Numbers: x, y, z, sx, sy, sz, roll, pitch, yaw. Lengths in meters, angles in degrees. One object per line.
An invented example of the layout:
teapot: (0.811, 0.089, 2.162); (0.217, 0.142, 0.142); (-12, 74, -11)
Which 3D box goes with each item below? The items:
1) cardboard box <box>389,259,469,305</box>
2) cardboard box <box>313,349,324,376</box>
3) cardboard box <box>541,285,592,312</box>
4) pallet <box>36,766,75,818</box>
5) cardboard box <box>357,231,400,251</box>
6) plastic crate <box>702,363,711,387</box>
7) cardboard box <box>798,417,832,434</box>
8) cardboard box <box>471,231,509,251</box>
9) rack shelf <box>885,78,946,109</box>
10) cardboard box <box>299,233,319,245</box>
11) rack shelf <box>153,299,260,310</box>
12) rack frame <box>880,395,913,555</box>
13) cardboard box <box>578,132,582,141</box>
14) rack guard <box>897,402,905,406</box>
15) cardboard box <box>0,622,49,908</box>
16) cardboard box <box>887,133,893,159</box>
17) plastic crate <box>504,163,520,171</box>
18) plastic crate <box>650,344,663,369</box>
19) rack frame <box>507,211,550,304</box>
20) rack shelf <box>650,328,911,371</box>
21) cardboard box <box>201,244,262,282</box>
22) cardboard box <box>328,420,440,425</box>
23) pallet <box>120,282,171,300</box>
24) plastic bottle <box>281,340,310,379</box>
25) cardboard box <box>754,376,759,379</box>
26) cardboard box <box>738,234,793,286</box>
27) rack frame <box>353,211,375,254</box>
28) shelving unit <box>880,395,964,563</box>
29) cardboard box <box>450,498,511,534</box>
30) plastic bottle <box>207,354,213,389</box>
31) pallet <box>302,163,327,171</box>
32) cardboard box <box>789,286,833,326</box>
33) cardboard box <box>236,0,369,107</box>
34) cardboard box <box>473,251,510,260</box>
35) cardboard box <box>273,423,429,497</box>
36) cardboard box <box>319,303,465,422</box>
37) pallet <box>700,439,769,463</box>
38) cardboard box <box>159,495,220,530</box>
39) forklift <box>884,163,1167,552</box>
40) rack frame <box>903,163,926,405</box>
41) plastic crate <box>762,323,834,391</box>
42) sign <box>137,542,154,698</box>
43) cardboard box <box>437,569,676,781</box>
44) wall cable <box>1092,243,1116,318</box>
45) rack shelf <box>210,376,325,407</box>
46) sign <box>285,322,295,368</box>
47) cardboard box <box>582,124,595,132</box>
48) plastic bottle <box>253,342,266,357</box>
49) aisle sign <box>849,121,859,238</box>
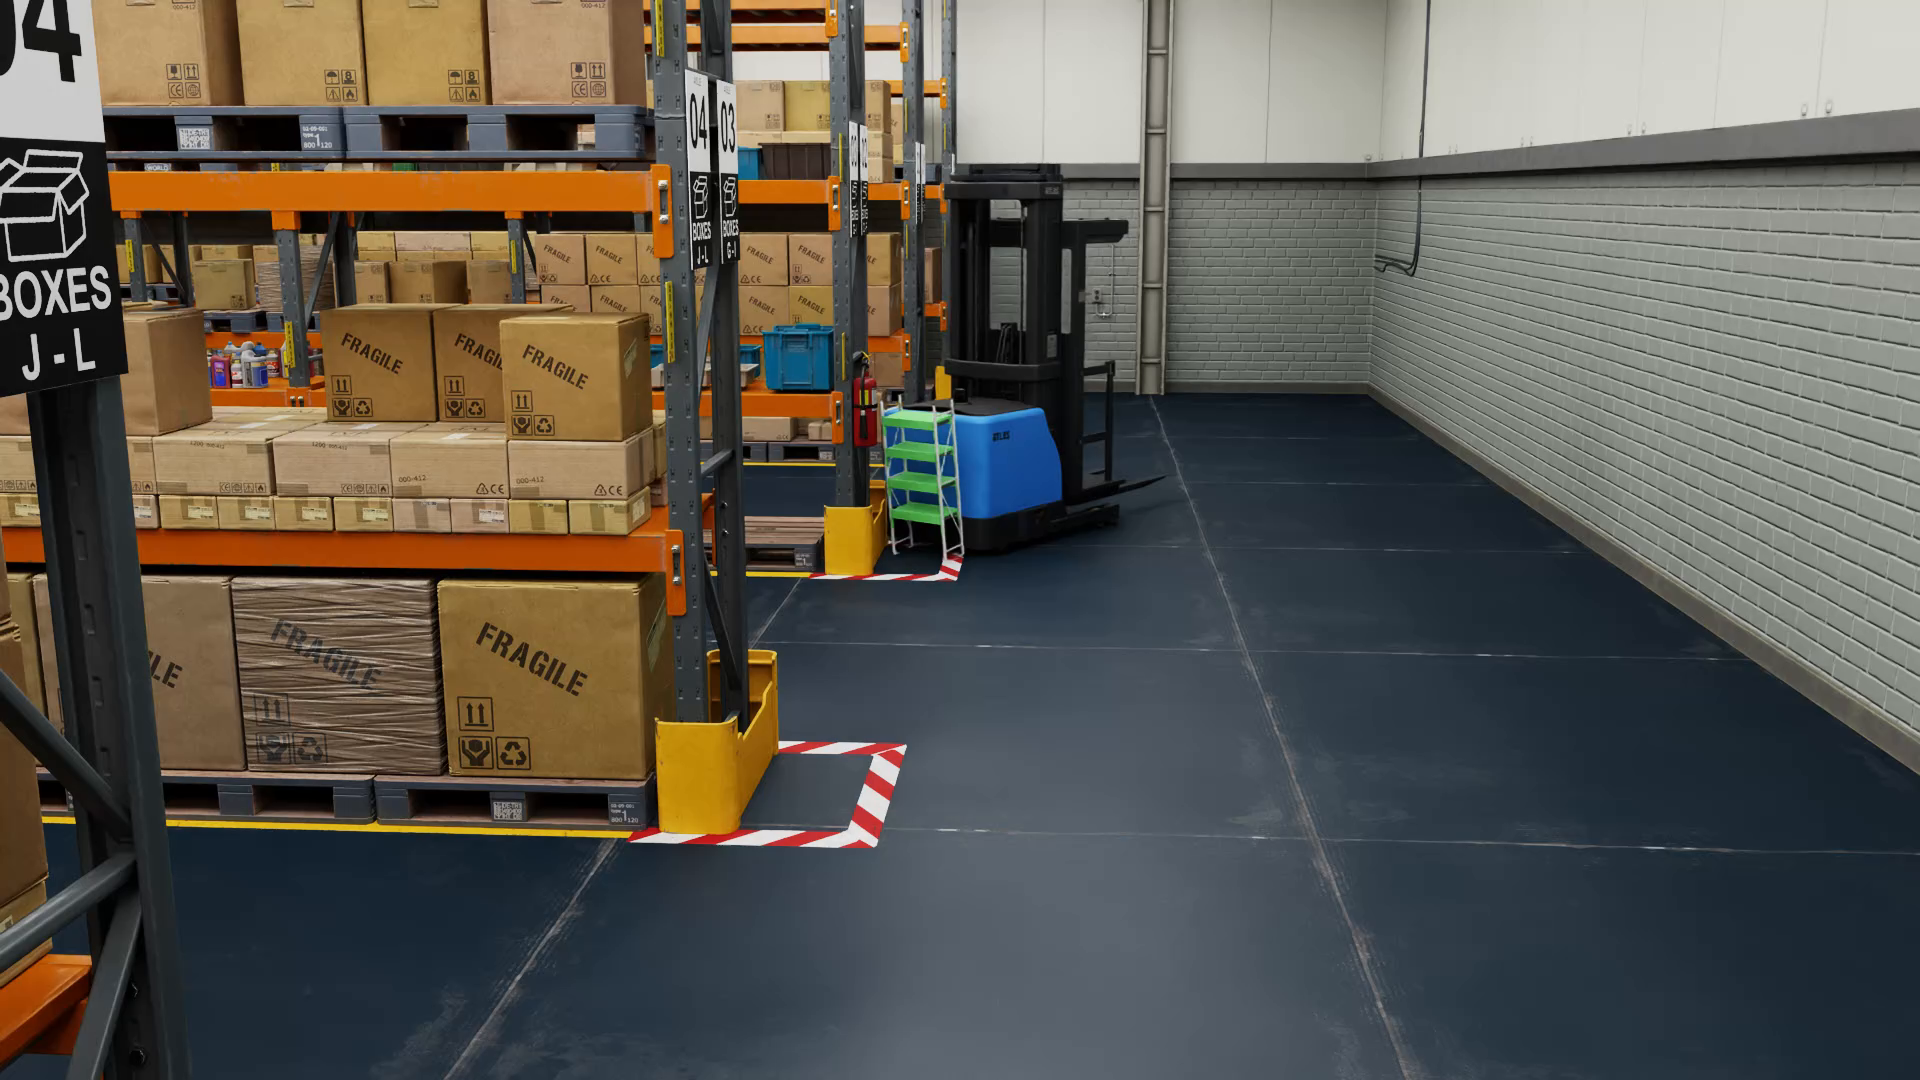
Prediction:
cardboard box: (-5.604, -2.698, 17.568); (0.500, 0.500, 0.700); (3, 12, 13)
cardboard box: (-8.841, -2.452, 22.696); (0.500, 0.500, 0.700); (1, 12, 5)
cardboard box: (-3.965, -2.381, 17.079); (0.500, 0.500, 0.500); (1, 12, 5)
pallet: (-4.368, 1.021, 7.874); (1.213, 0.211, 1.003); (1, 12, 4)
cardboard box: (-7.655, -3.973, 22.086); (0.500, 0.250, 0.500); (1, 12, 5)
plastic crate: (-1.913, -1.209, 12.220); (0.243, 0.136, 0.396); (1, 12, 4)
cardboard box: (-1.487, -1.281, 17.709); (0.500, 0.250, 0.500); (1, 12, 4)
cardboard box: (-6.139, -3.955, 21.997); (0.500, 0.250, 0.500); (1, 12, 3)
rack shelf: (-2.133, -5.768, 21.597); (4.000, 0.370, 1.077); (1, 12, 4)
cardboard box: (-8.788, -4.043, 22.367); (0.250, 0.149, 0.380); (-1, 12, -6)
rack shelf: (-10.115, -3.136, 22.693); (4.000, 0.370, 1.077); (1, 12, 4)
rack frame: (-0.478, -0.491, 12.624); (0.015, 1.200, 0.240); (8, 21, 35)
cardboard box: (-3.987, -3.977, 16.771); (0.500, 0.250, 0.500); (1, 12, 4)
rack guard: (-0.540, -1.117, 17.388); (0.348, 0.500, 1.175); (1, 12, 4)
cardboard box: (-1.992, 0.439, 2.874); (0.500, 0.500, 0.500); (1, 12, 6)
cardboard box: (-0.960, -4.039, 17.072); (0.500, 0.250, 0.500); (1, 12, 4)
plastic crate: (-3.496, -2.782, 12.560); (0.466, 0.136, 0.293); (1, 12, 4)
plastic crate: (-2.337, -1.364, 12.725); (0.300, 0.233, 0.416); (1, 12, 4)
rack frame: (-4.456, -2.394, 17.389); (0.127, 3.000, 1.000); (1, 12, 4)
rack shelf: (-2.460, -2.015, 17.332); (4.000, 0.370, 1.077); (1, 12, 4)
cardboard box: (-9.834, -3.742, 22.514); (0.500, 0.500, 0.700); (1, 12, 4)
cardboard box: (-2.611, -0.463, 7.797); (0.500, 0.250, 0.500); (0, 12, 2)
pallet: (-11.358, -3.382, 22.578); (1.213, 0.211, 1.003); (1, 12, 4)
plastic bottle: (-5.160, -1.430, 12.899); (0.185, 0.351, 0.144); (1, 12, 4)
cardboard box: (-2.888, -2.350, 22.255); (0.500, 0.500, 0.700); (1, 12, 3)
cardboard box: (-1.949, -2.841, 16.837); (0.500, 0.500, 0.500); (1, 12, 5)
rack frame: (-8.119, -3.461, 22.489); (0.127, 3.000, 1.000); (1, 12, 4)
shelving unit: (-0.281, -0.462, 12.482); (0.503, 1.200, 0.258); (8, 21, 35)
cardboard box: (-2.019, -0.138, 7.213); (0.250, 0.149, 0.380); (1, 12, 4)
plastic bottle: (-5.570, -1.266, 12.298); (0.135, 0.276, 0.152); (1, 12, 4)
pallet: (-6.137, -3.808, 17.277); (1.003, 0.211, 1.213); (1, 12, 4)
cardboard box: (-1.448, -2.346, 16.911); (0.500, 0.500, 0.500); (1, 12, 4)
cardboard box: (-2.725, -2.113, 7.205); (0.500, 0.500, 0.700); (0, 12, 0)
cardboard box: (-6.115, -3.585, 22.061); (0.500, 0.500, 0.500); (1, 12, 5)
cardboard box: (-2.646, -0.355, 7.277); (0.500, 0.250, 0.500); (0, 12, 2)
cardboard box: (-2.607, -0.830, 7.717); (0.500, 0.500, 0.500); (0, 12, 2)
pallet: (-2.550, -1.004, 17.551); (1.213, 0.211, 1.003); (1, 12, 4)
cardboard box: (-3.293, -0.155, 7.295); (0.250, 0.149, 0.380); (0, 12, 2)
forklift: (0.681, -1.590, 13.713); (1.130, 2.935, 3.031); (9, 15, 36)
rack frame: (-0.465, -2.340, 17.127); (0.127, 3.000, 1.000); (1, 12, 4)
plastic crate: (-1.146, -1.341, 12.120); (0.499, 0.435, 0.616); (1, 12, 4)
sign: (-1.527, 0.161, 3.057); (0.005, 0.325, 0.100); (1, 12, 4)
cardboard box: (-1.774, 0.526, 7.591); (0.875, 0.875, 0.875); (1, 12, 4)
wall cable: (1.203, -4.025, 22.701); (1.851, 1.984, 0.084); (1, 12, 4)
rack shelf: (-6.786, -1.058, 12.756); (4.000, 0.370, 1.077); (1, 12, 4)
sign: (-4.829, -1.406, 11.986); (0.005, 0.325, 0.100); (1, 12, 4)
cardboard box: (-3.479, -4.366, 16.803); (0.500, 0.500, 0.700); (1, 12, 4)
plastic bottle: (-5.474, -1.413, 13.010); (0.097, 0.271, 0.097); (0, 12, 0)
aisle sign: (-0.747, -2.539, 11.733); (0.004, 0.787, 0.394); (1, 12, 4)
